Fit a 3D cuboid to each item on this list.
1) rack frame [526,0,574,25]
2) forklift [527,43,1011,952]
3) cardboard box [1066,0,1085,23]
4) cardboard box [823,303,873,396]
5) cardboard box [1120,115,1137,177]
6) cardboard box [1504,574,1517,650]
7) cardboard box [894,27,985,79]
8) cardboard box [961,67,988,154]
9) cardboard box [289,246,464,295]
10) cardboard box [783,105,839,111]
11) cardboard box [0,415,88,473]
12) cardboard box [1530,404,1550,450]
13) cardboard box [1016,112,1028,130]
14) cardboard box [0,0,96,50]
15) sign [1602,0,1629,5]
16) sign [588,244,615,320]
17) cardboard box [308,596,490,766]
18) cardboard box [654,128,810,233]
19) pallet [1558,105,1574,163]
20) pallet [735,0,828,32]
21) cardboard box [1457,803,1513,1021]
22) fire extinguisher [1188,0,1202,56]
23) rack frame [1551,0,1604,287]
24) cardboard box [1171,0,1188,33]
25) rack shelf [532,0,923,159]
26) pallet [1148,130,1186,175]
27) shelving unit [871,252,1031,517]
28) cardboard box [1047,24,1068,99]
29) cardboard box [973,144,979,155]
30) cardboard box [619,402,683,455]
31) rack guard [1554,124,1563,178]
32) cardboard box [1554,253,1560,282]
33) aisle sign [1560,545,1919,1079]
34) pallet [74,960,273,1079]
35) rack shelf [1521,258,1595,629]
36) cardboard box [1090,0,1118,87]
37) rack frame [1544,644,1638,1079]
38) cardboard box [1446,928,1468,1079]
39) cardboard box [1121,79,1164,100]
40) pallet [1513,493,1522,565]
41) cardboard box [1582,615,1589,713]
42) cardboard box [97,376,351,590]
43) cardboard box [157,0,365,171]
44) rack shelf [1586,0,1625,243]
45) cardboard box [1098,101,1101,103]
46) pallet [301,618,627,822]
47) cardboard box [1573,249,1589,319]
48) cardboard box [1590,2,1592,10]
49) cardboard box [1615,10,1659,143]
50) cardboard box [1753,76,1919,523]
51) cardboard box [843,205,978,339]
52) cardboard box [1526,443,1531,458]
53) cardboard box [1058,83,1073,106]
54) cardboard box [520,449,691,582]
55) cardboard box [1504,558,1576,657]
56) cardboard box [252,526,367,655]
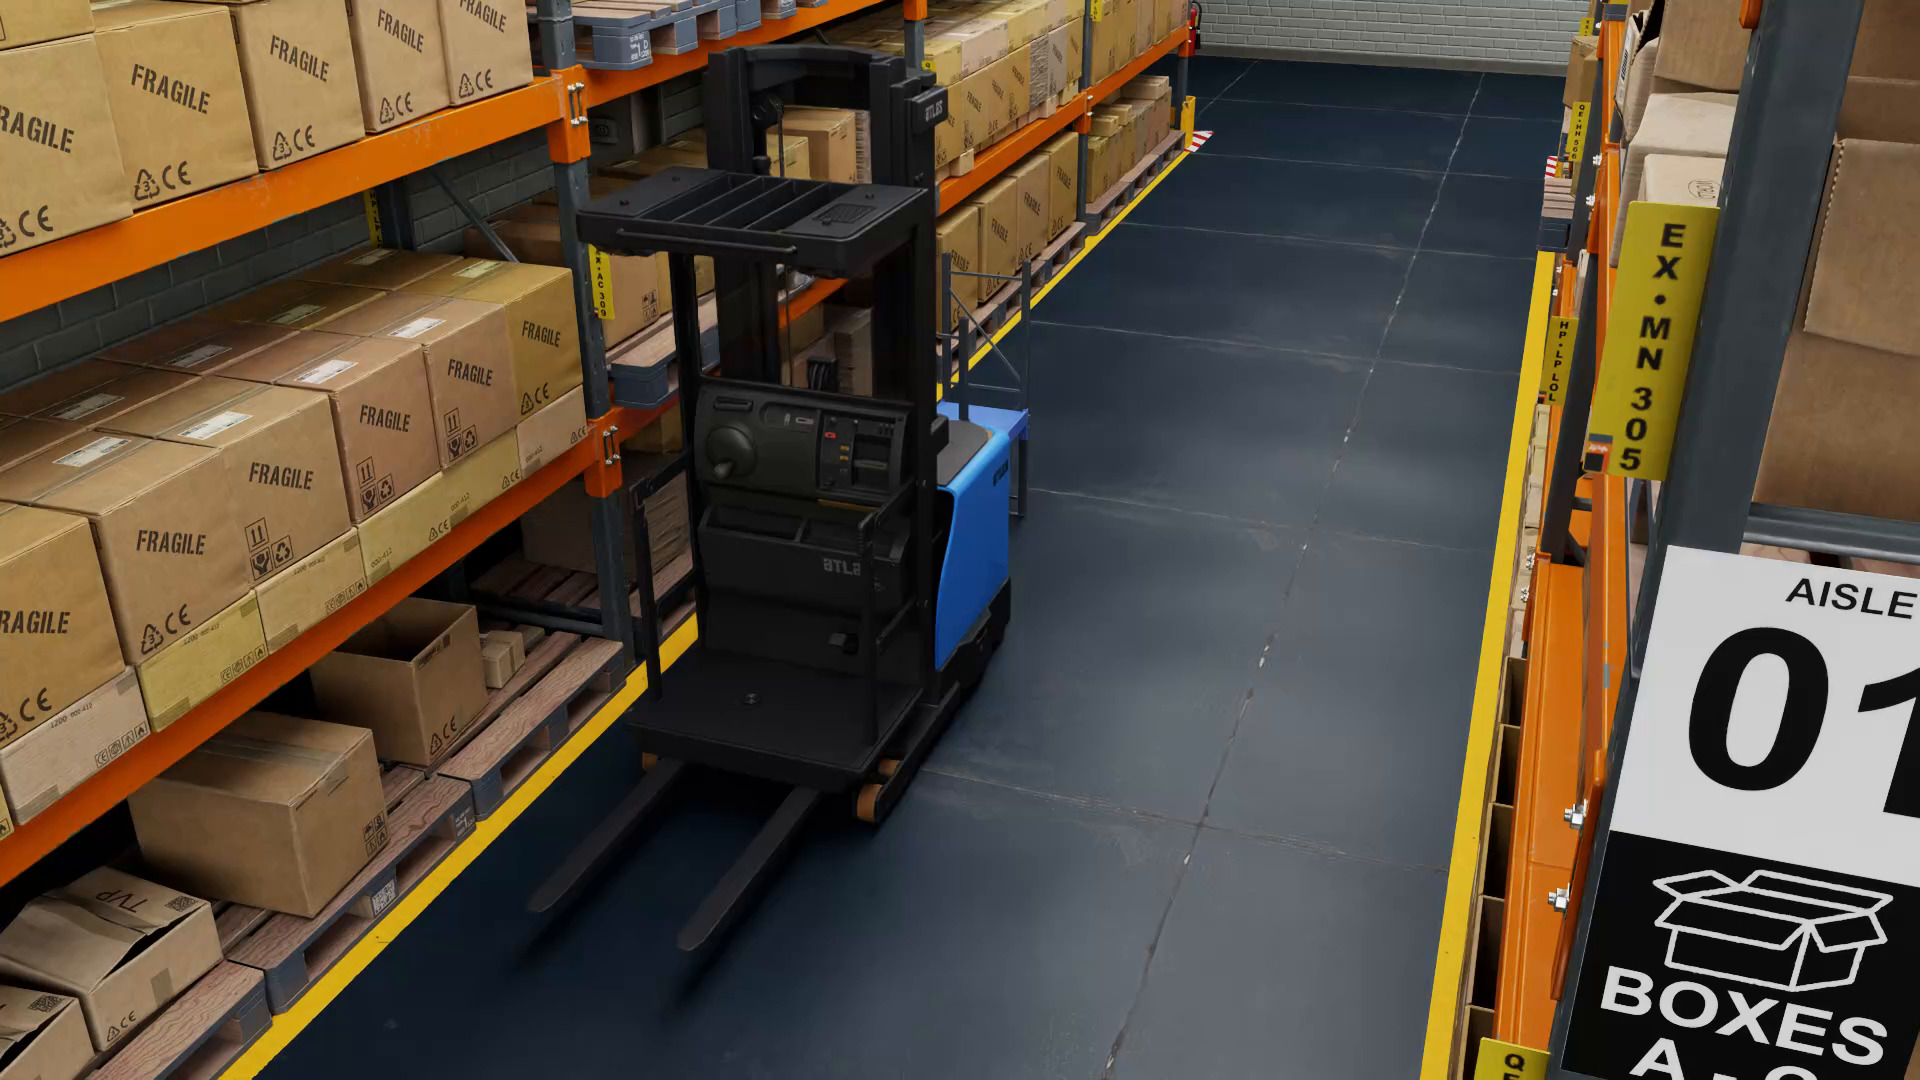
[{"bbox_3d":[-2.045,-3.486,6.123,1.000,3.000,0.127,9,27,17],"label":"rack frame"},{"bbox_3d":[-0.731,-0.358,6.625,1.130,2.935,3.031,9,27,18],"label":"forklift"},{"bbox_3d":[0.703,-4.369,13.493,0.500,0.250,0.500,9,27,19],"label":"cardboard box"},{"bbox_3d":[-0.904,-1.199,10.647,0.700,0.500,0.500,9,27,18],"label":"cardboard box"},{"bbox_3d":[1.306,-3.846,16.138,0.700,0.500,0.500,9,27,19],"label":"cardboard box"},{"bbox_3d":[2.832,0.350,7.759,0.500,0.250,0.500,9,27,19],"label":"cardboard box"},{"bbox_3d":[-0.141,-3.325,11.335,0.500,0.250,0.500,8,27,17],"label":"cardboard box"},{"bbox_3d":[-0.128,-2.994,11.512,0.500,0.500,0.500,10,27,19],"label":"cardboard box"},{"bbox_3d":[-2.398,-0.902,6.959,0.500,0.500,0.500,8,27,16],"label":"cardboard box"},{"bbox_3d":[-0.893,-2.684,9.987,0.380,0.149,0.250,4,26,9],"label":"cardboard box"},{"bbox_3d":[-3.075,-0.064,5.228,0.500,0.500,0.500,8,27,16],"label":"cardboard box"},{"bbox_3d":[3.341,-0.527,8.925,0.500,0.311,0.500,8,27,16],"label":"cardboard box"},{"bbox_3d":[0.308,-3.273,12.834,0.380,0.149,0.250,8,27,16],"label":"cardboard box"},{"bbox_3d":[-2.644,-1.530,4.241,0.500,0.500,0.500,10,27,19],"label":"cardboard box"},{"bbox_3d":[2.113,-1.868,5.269,0.100,0.325,0.005,9,27,17],"label":"sign"},{"bbox_3d":[-1.530,-1.100,7.086,0.100,0.325,0.005,9,27,17],"label":"sign"},{"bbox_3d":[-2.352,0.574,6.986,0.500,0.500,0.500,7,27,14],"label":"cardboard box"},{"bbox_3d":[-1.254,-1.962,9.242,0.700,0.500,0.500,9,27,17],"label":"cardboard box"},{"bbox_3d":[4.921,-2.957,12.136,1.003,0.211,1.213,9,27,17],"label":"pallet"},{"bbox_3d":[-1.397,-2.716,8.191,1.213,0.211,1.003,9,27,17],"label":"pallet"},{"bbox_3d":[1.846,1.198,5.145,0.500,0.500,0.500,9,27,17],"label":"cardboard box"},{"bbox_3d":[2.434,-5.509,17.703,0.296,0.674,0.183,9,27,17],"label":"fire extinguisher"},{"bbox_3d":[5.290,-3.356,12.740,1.000,3.000,0.127,9,27,17],"label":"rack frame"},{"bbox_3d":[1.788,-5.641,17.114,0.980,0.700,0.700,10,28,20],"label":"cardboard box"},{"bbox_3d":[-1.379,-2.634,8.631,1.077,0.370,4.000,9,27,17],"label":"rack shelf"},{"bbox_3d":[1.756,-4.122,17.521,1.003,0.211,1.213,9,27,17],"label":"pallet"},{"bbox_3d":[-0.028,-0.640,8.851,0.538,1.500,1.048,9,27,17],"label":"shelving unit"},{"bbox_3d":[0.541,-3.824,13.226,0.500,0.500,0.500,9,27,18],"label":"cardboard box"},{"bbox_3d":[-0.080,-2.855,11.971,0.380,0.149,0.250,9,27,19],"label":"cardboard box"},{"bbox_3d":[-1.672,-0.682,8.720,0.500,0.250,0.500,8,27,16],"label":"cardboard box"},{"bbox_3d":[6.596,-3.844,16.615,1.175,0.500,0.348,9,27,17],"label":"rack guard"},{"bbox_3d":[4.899,-2.266,12.851,0.500,0.500,0.500,8,27,15],"label":"cardboard box"},{"bbox_3d":[0.998,0.389,2.020,0.394,0.787,0.004,9,27,17],"label":"aisle sign"},{"bbox_3d":[-3.047,1.753,5.386,1.003,0.211,1.213,9,27,17],"label":"pallet"},{"bbox_3d":[3.293,-0.567,7.804,1.077,0.370,4.000,9,27,17],"label":"rack shelf"},{"bbox_3d":[0.813,-4.429,14.611,0.980,0.700,0.700,9,27,18],"label":"cardboard box"},{"bbox_3d":[1.297,1.575,2.555,1.000,3.000,0.127,9,27,17],"label":"rack frame"},{"bbox_3d":[1.845,1.536,5.309,0.500,0.250,0.500,9,27,17],"label":"cardboard box"},{"bbox_3d":[1.855,-4.586,16.922,0.380,0.149,0.250,9,27,19],"label":"cardboard box"},{"bbox_3d":[3.648,-0.125,9.265,1.003,0.211,1.213,9,27,17],"label":"pallet"},{"bbox_3d":[2.317,0.287,5.100,0.700,0.500,0.500,8,27,17],"label":"cardboard box"},{"bbox_3d":[-2.421,-0.200,5.510,0.500,0.500,0.500,10,27,19],"label":"cardboard box"},{"bbox_3d":[-2.309,-1.507,5.341,0.500,0.500,0.500,8,27,15],"label":"cardboard box"},{"bbox_3d":[3.293,-1.917,7.150,1.077,0.370,4.000,9,27,17],"label":"rack shelf"},{"bbox_3d":[1.158,-4.226,16.178,0.380,0.149,0.250,8,27,17],"label":"cardboard box"},{"bbox_3d":[-2.235,0.751,7.457,1.003,0.211,1.213,9,27,17],"label":"pallet"},{"bbox_3d":[3.479,-1.333,8.663,0.500,0.311,0.500,8,27,17],"label":"cardboard box"},{"bbox_3d":[5.887,-4.930,14.728,0.500,0.500,0.500,9,27,18],"label":"cardboard box"},{"bbox_3d":[2.032,-1.240,4.387,0.500,0.311,0.500,7,27,15],"label":"cardboard box"},{"bbox_3d":[1.492,-0.309,2.243,0.797,0.503,0.637,11,28,21],"label":"cardboard box"},{"bbox_3d":[-0.345,-1.934,11.787,0.750,0.750,0.750,8,27,17],"label":"cardboard box"},{"bbox_3d":[3.508,-0.491,9.496,0.500,0.250,0.500,9,27,17],"label":"cardboard box"},{"bbox_3d":[0.710,-3.682,13.678,0.380,0.149,0.250,9,27,18],"label":"cardboard box"},{"bbox_3d":[-1.815,-0.163,8.509,0.700,0.500,0.500,10,27,19],"label":"cardboard box"},{"bbox_3d":[2.659,0.305,7.208,0.500,0.311,0.500,10,27,19],"label":"cardboard box"},{"bbox_3d":[-2.409,0.131,5.687,0.500,0.250,0.500,9,27,18],"label":"cardboard box"}]
